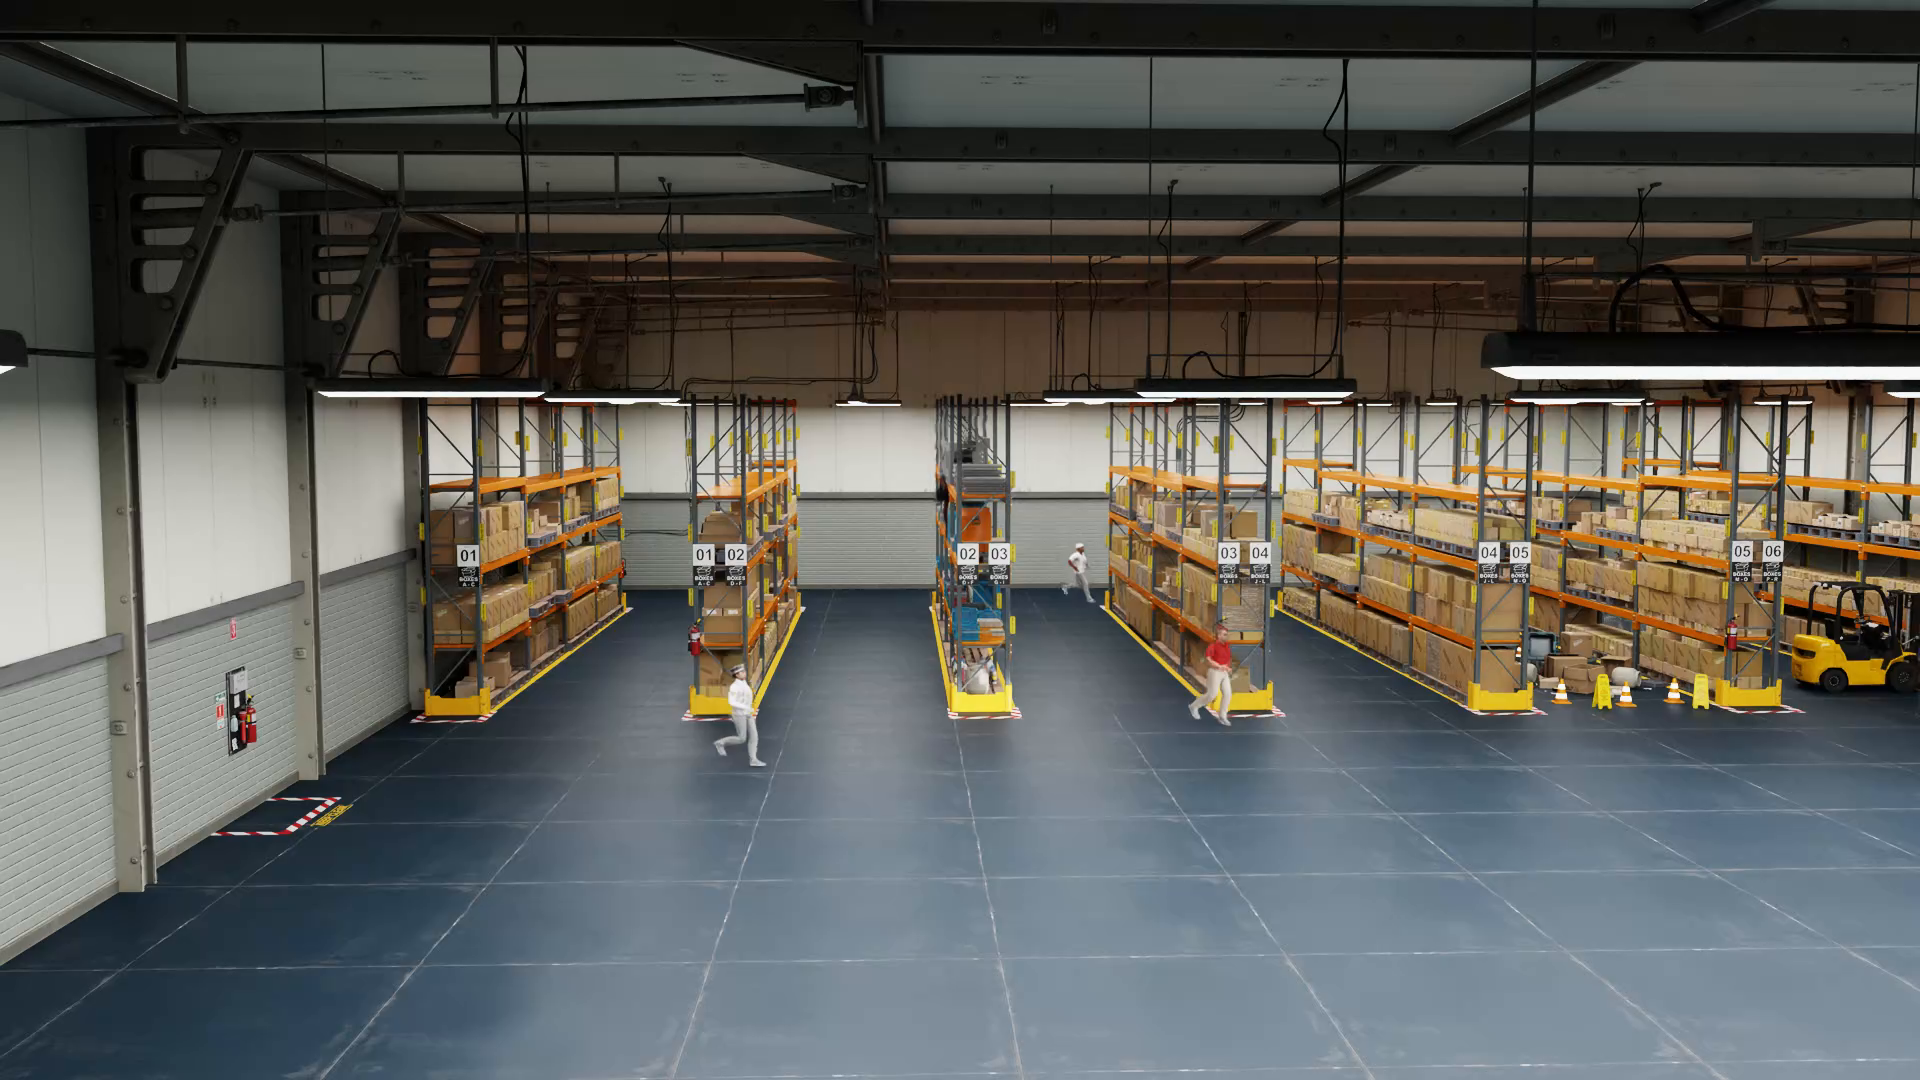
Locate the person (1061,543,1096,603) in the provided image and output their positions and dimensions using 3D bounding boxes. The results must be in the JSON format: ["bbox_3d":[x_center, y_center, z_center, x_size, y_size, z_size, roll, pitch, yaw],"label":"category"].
[{"bbox_3d":[3.538,0.969,49.484,1.134,1.763,0.667,2,5,20],"label":"person"}]

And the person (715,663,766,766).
[{"bbox_3d":[-3.507,2.796,26.695,0.861,1.661,0.632,1,5,18],"label":"person"}]

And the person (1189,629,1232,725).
[{"bbox_3d":[4.727,2.494,30.458,0.719,1.739,0.808,-4,6,-44],"label":"person"}]
